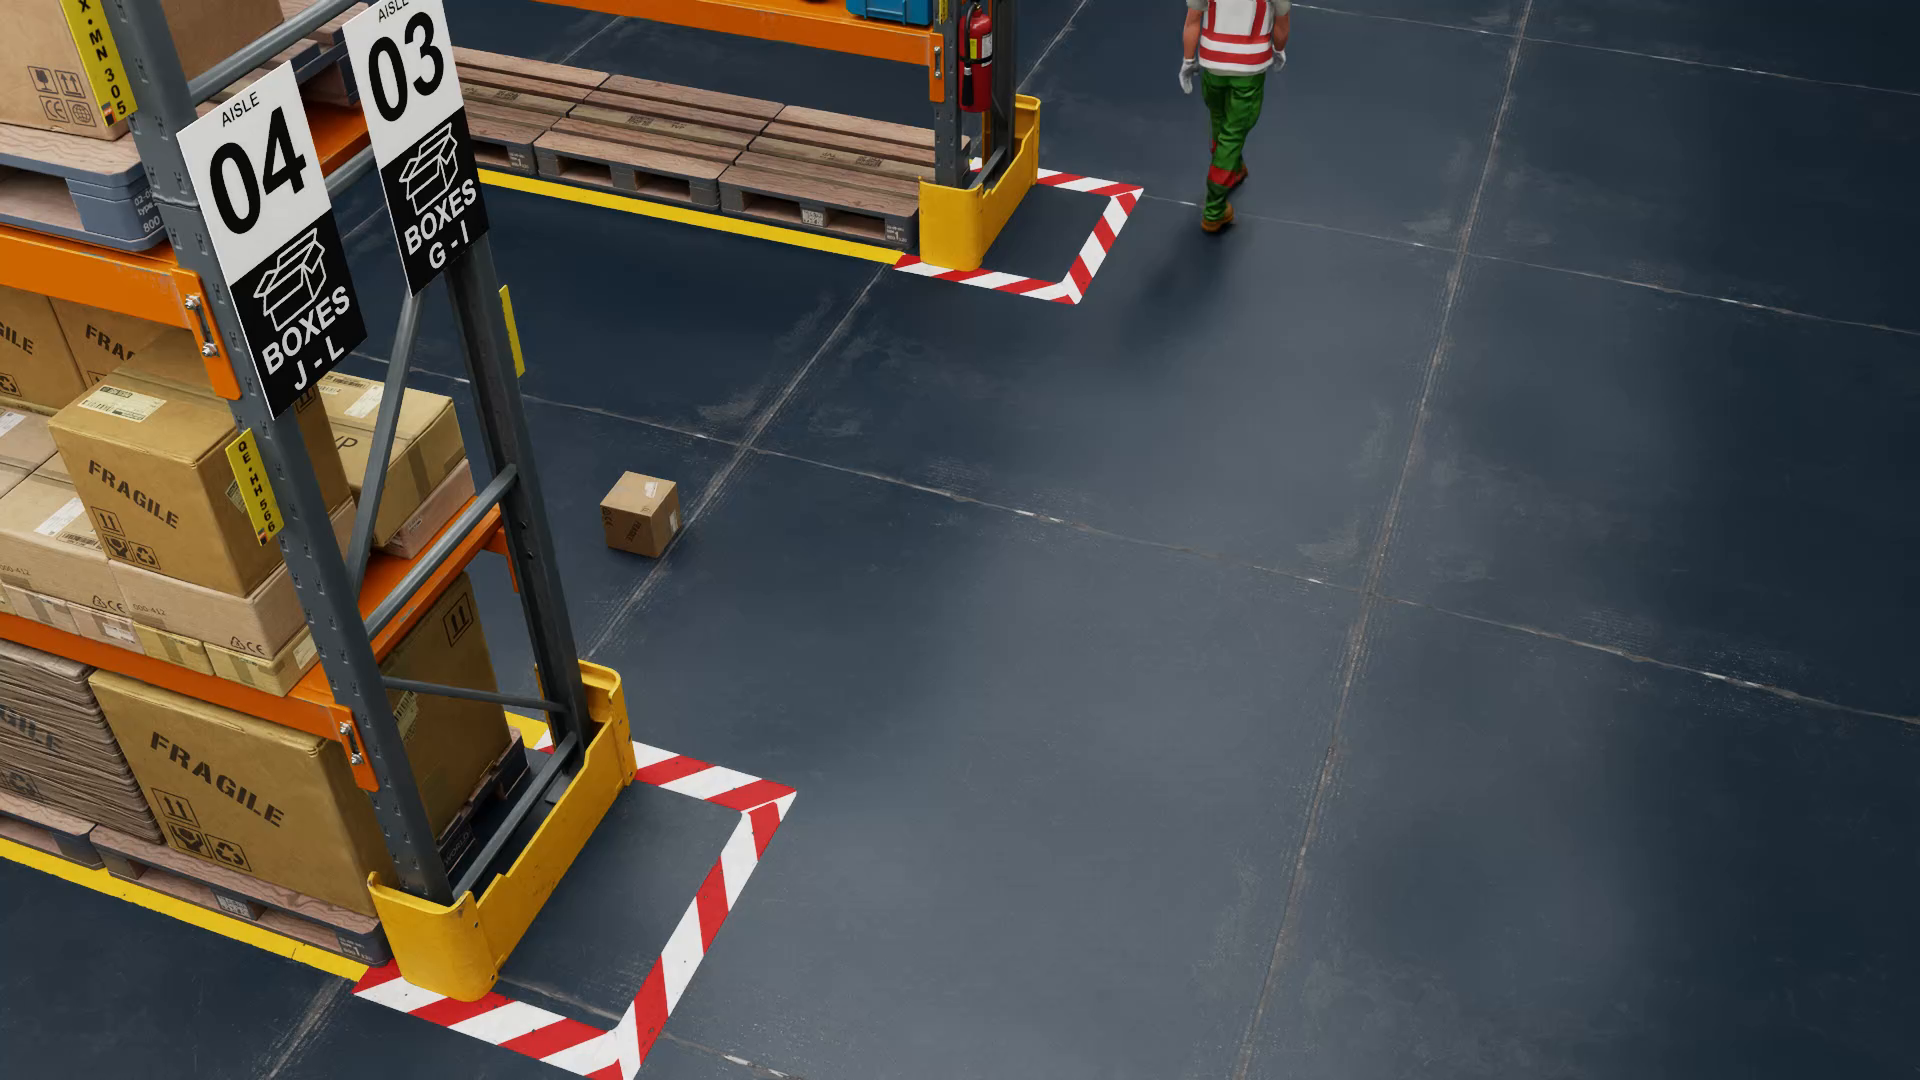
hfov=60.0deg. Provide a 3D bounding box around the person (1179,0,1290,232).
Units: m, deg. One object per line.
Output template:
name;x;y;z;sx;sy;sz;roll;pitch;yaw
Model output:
person;1.527;-2.661;9.186;0.534;1.779;0.886;16;44;17
